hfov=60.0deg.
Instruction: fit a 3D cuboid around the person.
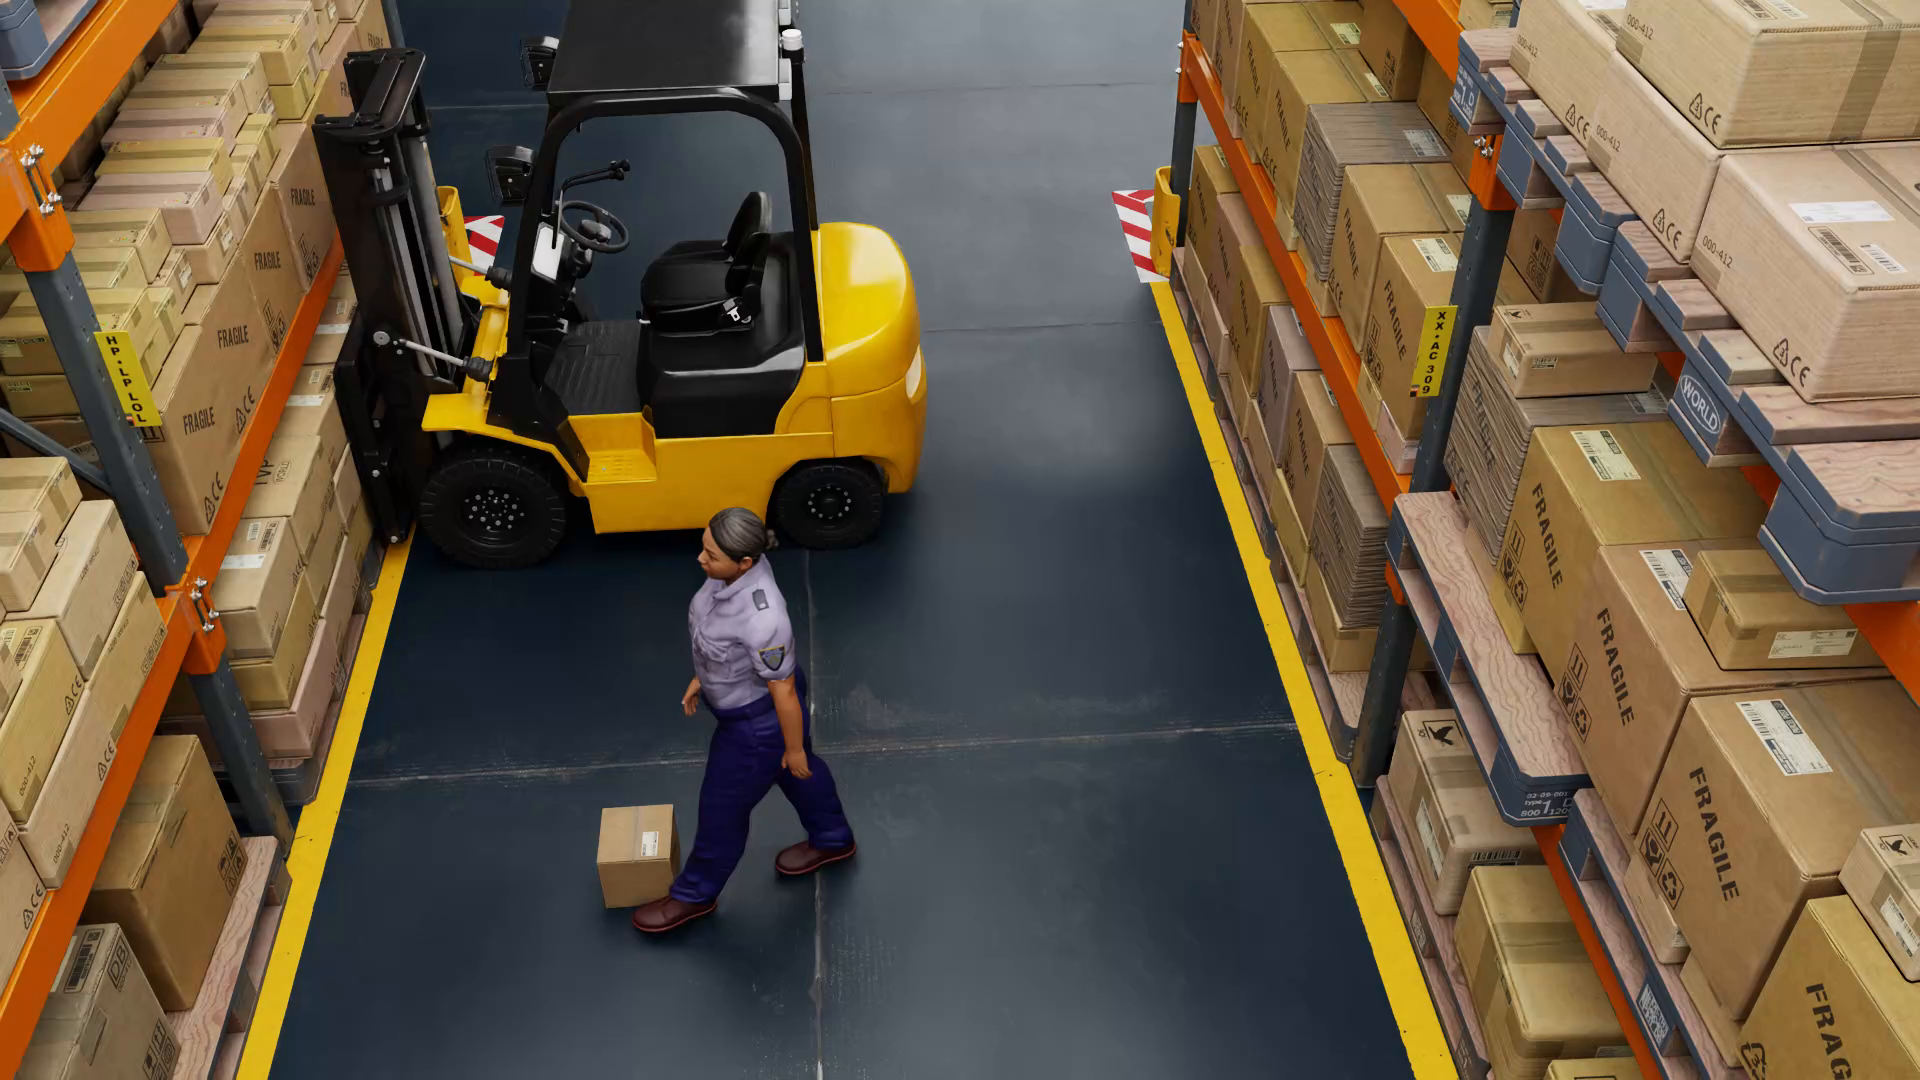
[{"bbox_3d":[-0.773,0.559,5.465,0.815,1.621,0.504,-7,40,-9],"label":"person"}]
